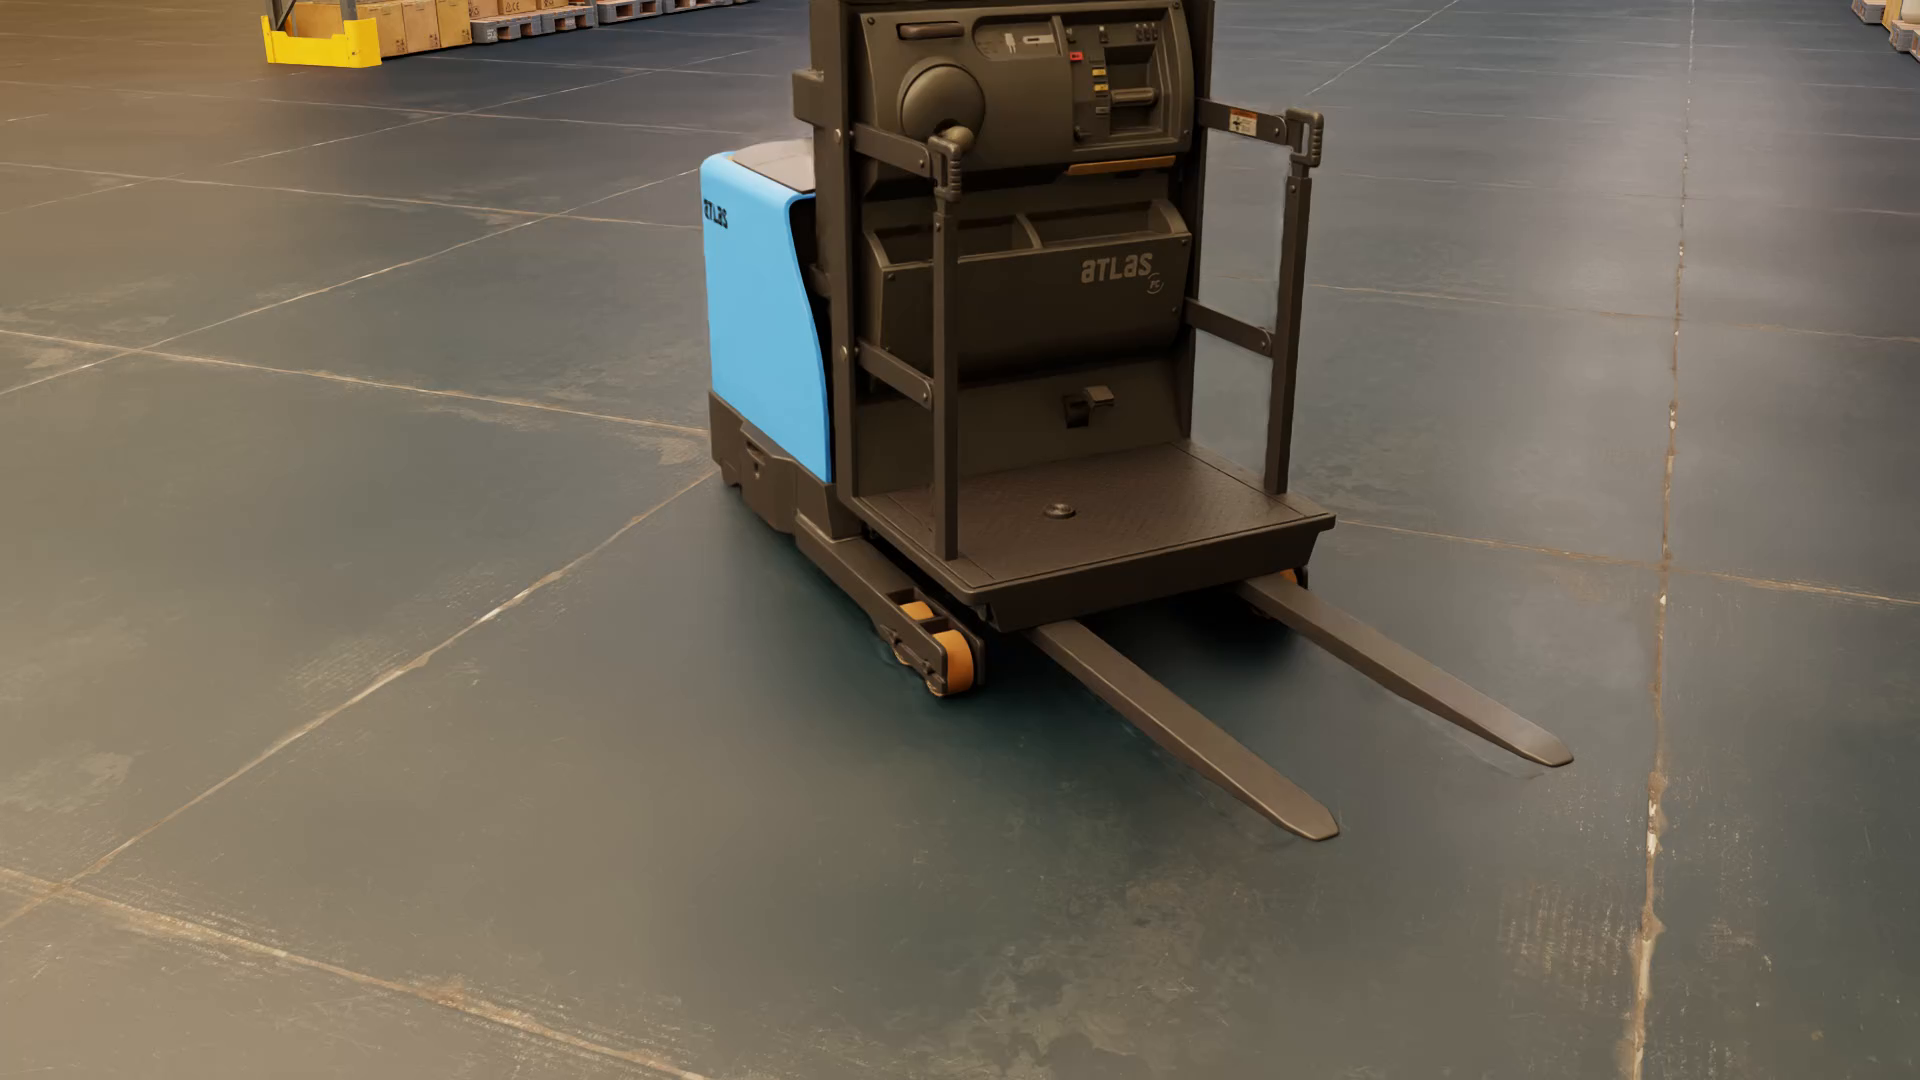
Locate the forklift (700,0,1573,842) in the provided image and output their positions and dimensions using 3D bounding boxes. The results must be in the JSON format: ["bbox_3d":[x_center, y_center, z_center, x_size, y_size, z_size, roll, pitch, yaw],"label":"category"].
[{"bbox_3d":[0.286,-1.156,4.058,1.130,2.935,3.031,-11,25,-25],"label":"forklift"}]
